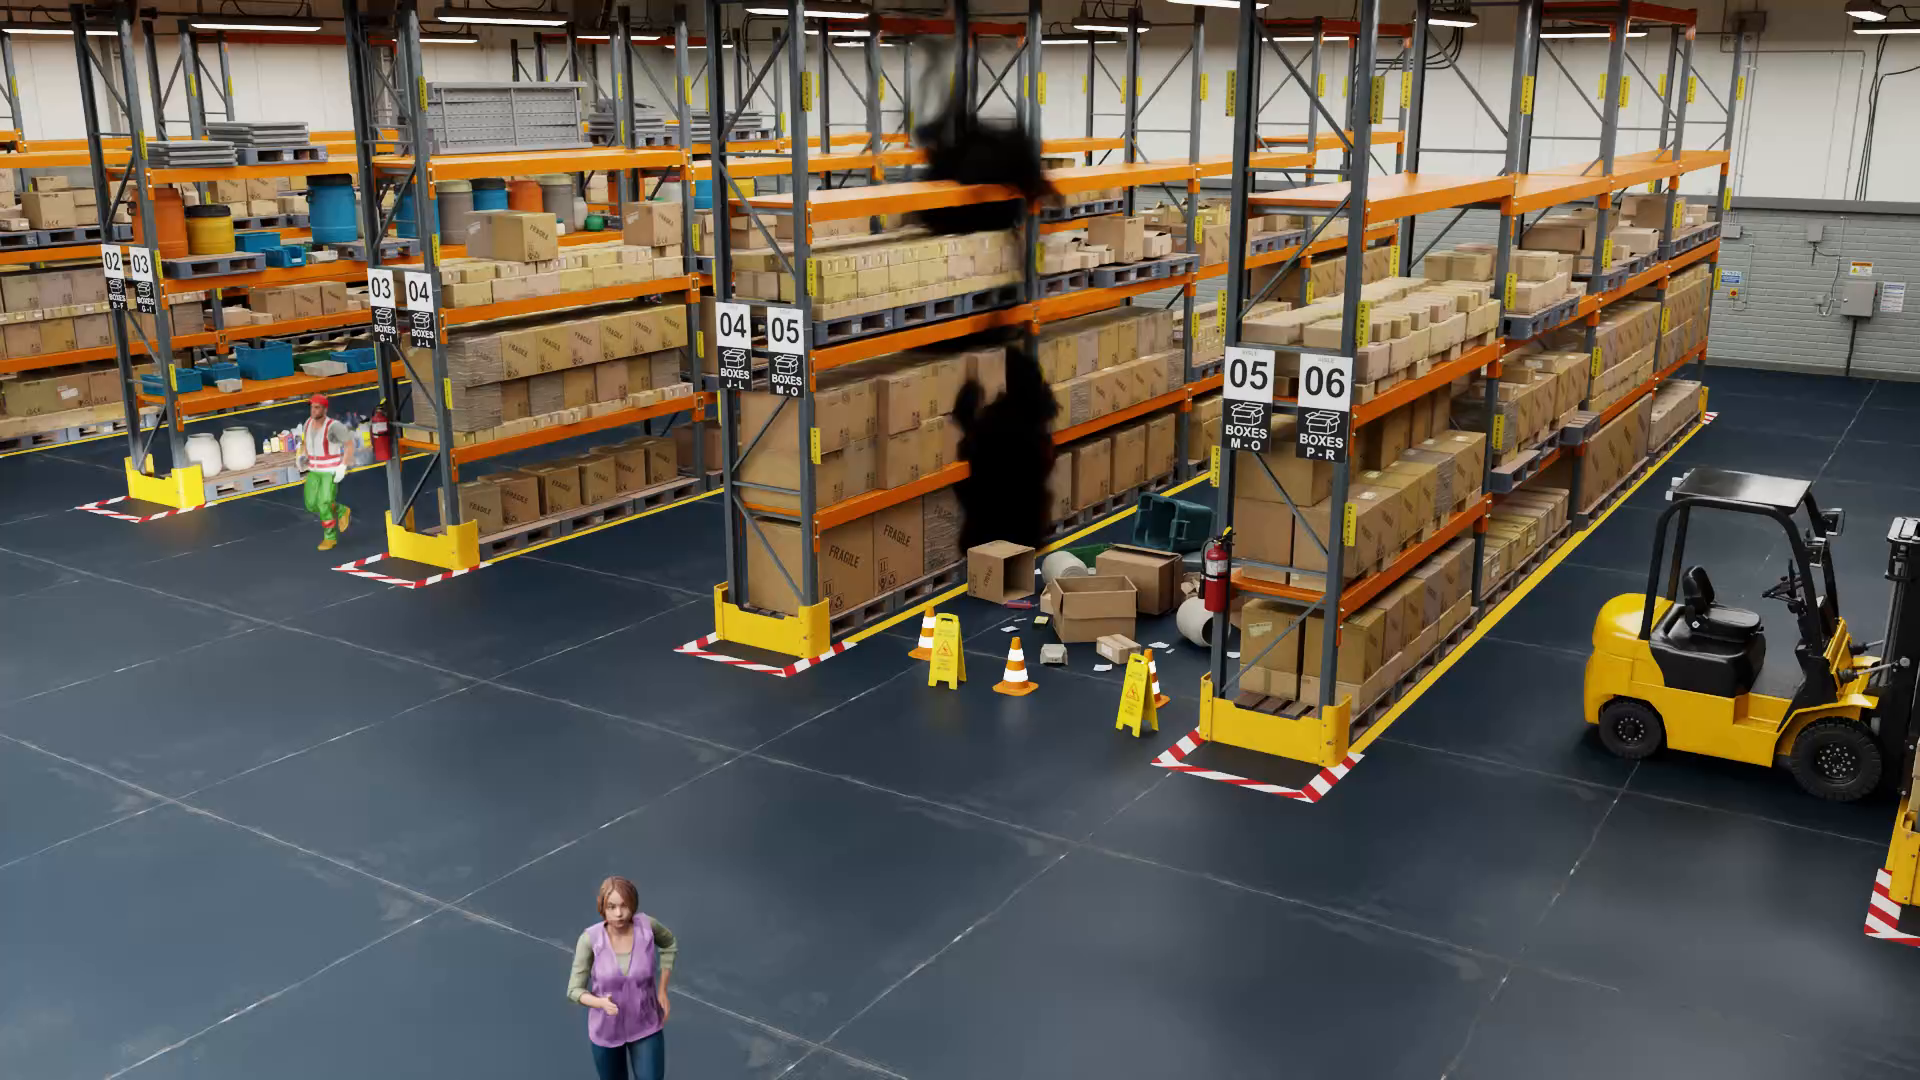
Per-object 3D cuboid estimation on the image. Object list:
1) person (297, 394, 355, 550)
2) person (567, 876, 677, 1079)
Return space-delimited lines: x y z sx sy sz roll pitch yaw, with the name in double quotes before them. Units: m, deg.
"person" -7.173 -0.792 18.849 0.679 1.751 0.575 7 17 24
"person" -1.566 2.336 7.820 0.516 1.635 0.677 -3 16 -12
